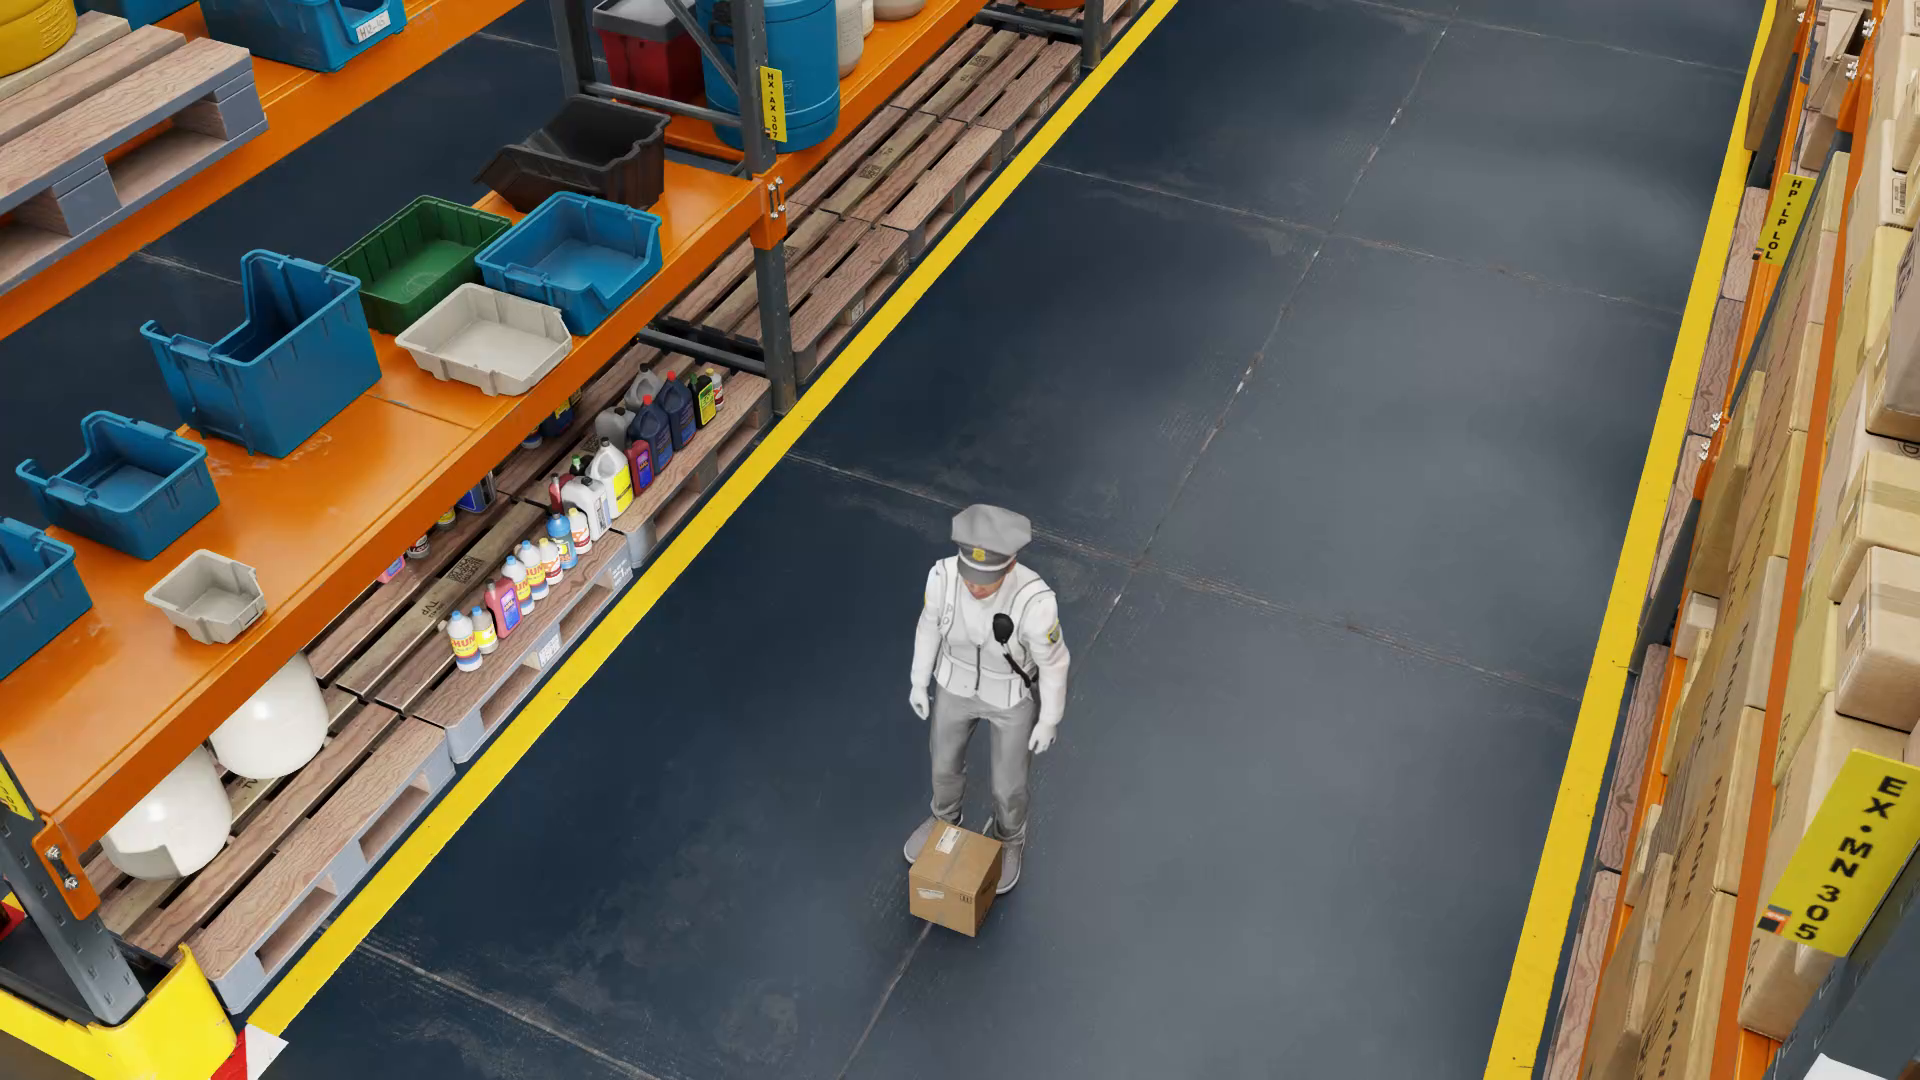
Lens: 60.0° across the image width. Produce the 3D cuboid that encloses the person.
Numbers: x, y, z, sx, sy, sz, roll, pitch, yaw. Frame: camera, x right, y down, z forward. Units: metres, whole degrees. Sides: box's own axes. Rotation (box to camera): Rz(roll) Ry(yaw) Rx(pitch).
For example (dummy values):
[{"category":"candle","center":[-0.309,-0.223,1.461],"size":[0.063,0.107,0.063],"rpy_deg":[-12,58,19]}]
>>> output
[{"category":"person","center":[0.089,0.528,5.573],"size":[0.547,1.667,0.369],"rpy_deg":[15,44,16]}]
